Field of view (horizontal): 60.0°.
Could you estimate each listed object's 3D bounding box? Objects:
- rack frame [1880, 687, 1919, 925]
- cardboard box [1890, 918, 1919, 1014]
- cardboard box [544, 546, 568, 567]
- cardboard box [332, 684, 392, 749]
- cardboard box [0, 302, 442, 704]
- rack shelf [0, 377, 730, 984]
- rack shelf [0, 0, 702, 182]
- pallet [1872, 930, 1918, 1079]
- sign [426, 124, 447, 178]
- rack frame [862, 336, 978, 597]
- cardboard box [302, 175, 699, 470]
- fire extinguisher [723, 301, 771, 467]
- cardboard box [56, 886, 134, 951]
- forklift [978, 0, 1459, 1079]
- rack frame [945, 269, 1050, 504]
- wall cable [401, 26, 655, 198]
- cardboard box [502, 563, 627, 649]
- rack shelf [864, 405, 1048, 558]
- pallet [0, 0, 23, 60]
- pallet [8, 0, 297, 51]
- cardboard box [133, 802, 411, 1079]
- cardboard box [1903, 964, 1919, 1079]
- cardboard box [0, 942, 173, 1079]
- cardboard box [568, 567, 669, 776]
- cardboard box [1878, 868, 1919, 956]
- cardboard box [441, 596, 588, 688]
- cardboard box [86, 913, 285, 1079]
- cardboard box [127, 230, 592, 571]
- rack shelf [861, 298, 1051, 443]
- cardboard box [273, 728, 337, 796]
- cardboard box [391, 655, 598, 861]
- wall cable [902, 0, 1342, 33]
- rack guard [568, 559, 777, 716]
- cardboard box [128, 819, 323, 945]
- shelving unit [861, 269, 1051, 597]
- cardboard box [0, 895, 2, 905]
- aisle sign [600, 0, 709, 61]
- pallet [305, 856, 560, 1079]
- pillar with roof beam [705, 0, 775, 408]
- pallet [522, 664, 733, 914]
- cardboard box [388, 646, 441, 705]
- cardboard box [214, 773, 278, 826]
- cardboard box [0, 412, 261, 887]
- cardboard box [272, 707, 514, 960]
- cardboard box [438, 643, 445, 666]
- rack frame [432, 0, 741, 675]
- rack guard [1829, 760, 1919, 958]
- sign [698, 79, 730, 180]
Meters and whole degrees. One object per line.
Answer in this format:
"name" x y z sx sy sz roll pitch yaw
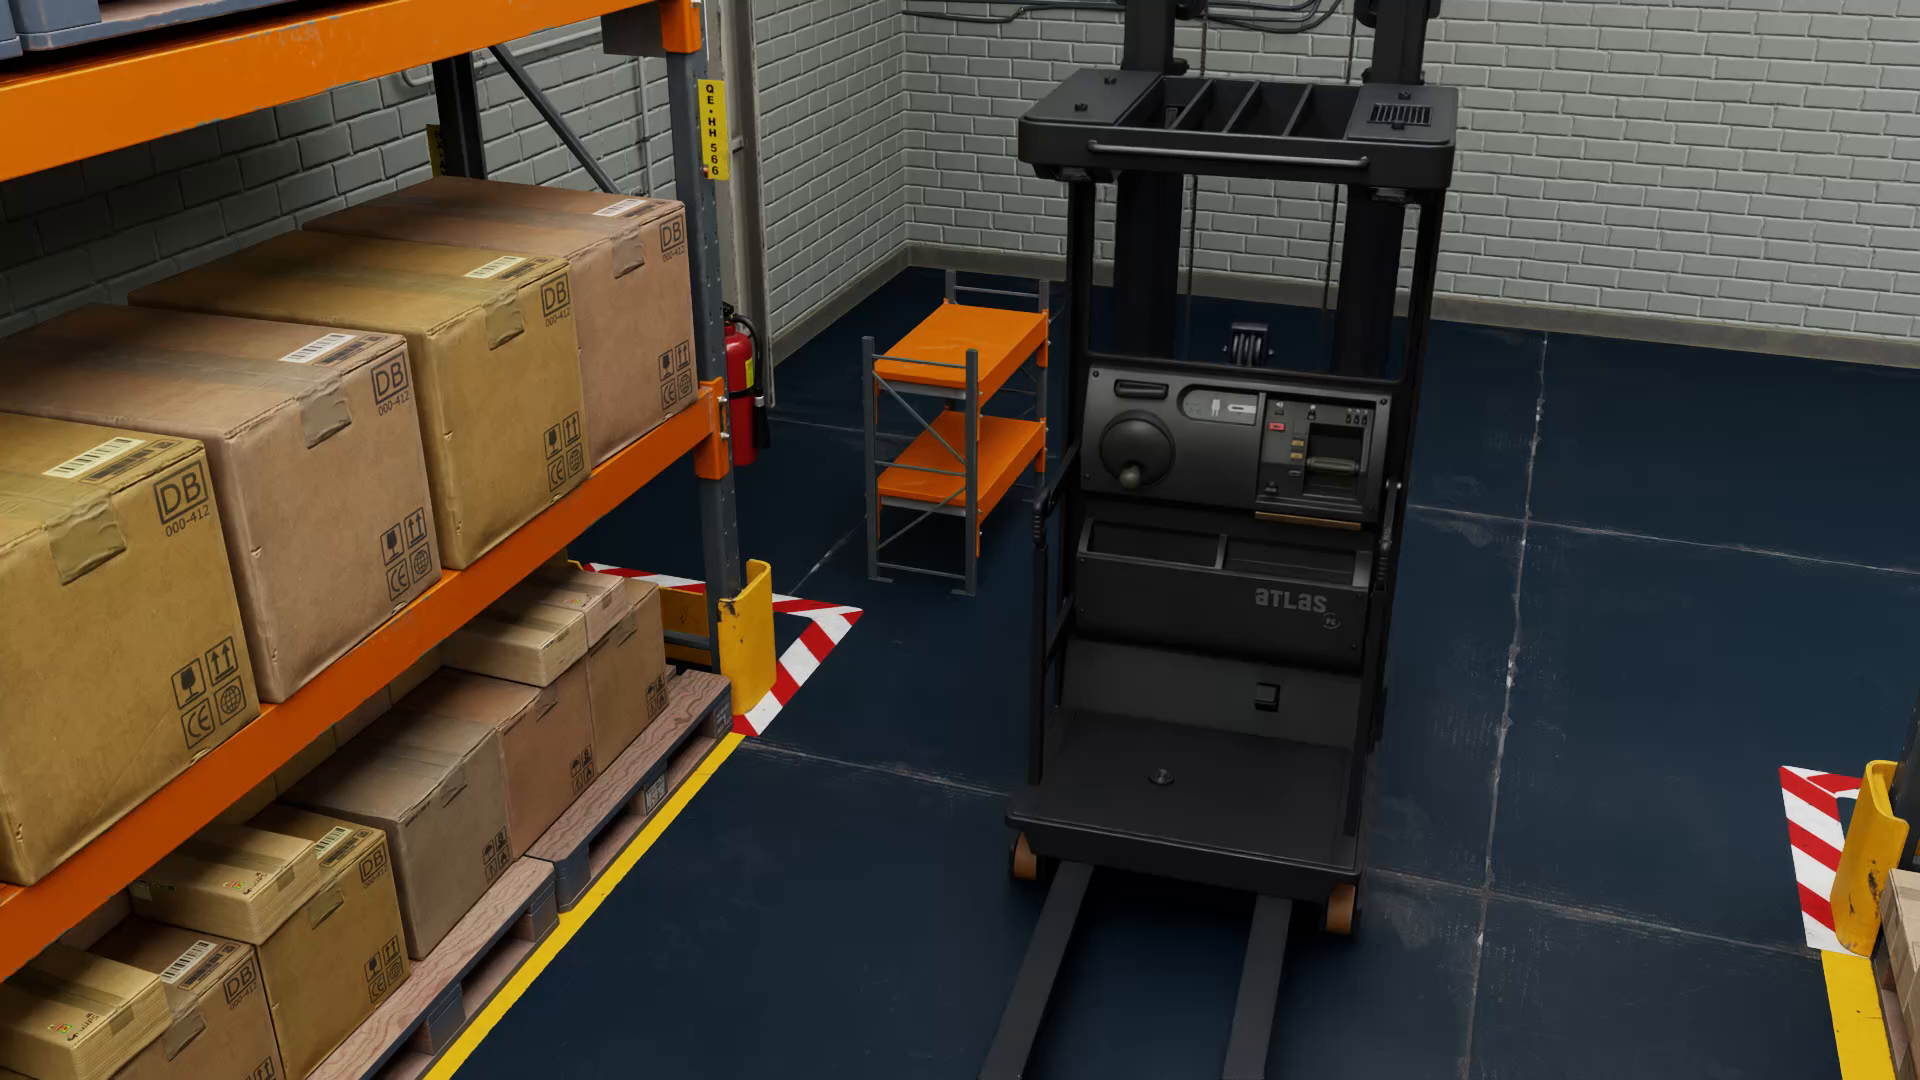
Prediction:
"rack frame" 3.347 -0.097 4.509 1.000 3.000 0.127 9 27 17
"cardboard box" 2.800 1.205 4.566 0.380 0.166 0.250 9 27 17
"cardboard box" -1.611 0.052 5.844 0.380 0.149 0.250 9 27 18
"cardboard box" -1.947 0.467 4.985 0.380 0.149 0.250 9 27 18
"cardboard box" -1.980 -0.126 4.223 0.980 0.700 0.700 7 27 15
"rack shelf" -1.991 0.331 4.449 1.077 0.370 4.000 9 27 17
"rack shelf" -1.991 -1.019 3.795 1.077 0.370 4.000 9 27 17
"pallet" 3.057 1.517 4.376 1.003 0.211 1.213 9 27 17
"sign" -1.847 -1.323 5.955 0.100 0.325 0.005 9 27 17
"rack frame" -0.167 -0.300 7.079 0.500 1.125 0.032 9 27 17
"cardboard box" -1.486 -0.738 5.489 0.980 0.700 0.700 10 28 20
"fire extinguisher" -0.840 -0.607 6.078 0.296 0.674 0.183 9 27 17
"cardboard box" -2.286 0.887 4.119 0.380 0.149 0.250 8 27 16
"forklift" 0.788 -0.274 4.953 1.130 2.935 3.031 7 27 14
"rack frame" 0.171 -0.718 7.942 0.500 1.125 0.032 9 27 17
"wall cable" -1.792 -1.935 7.138 0.084 1.984 1.851 9 27 17
"cardboard box" -1.335 0.211 5.514 0.380 0.149 0.250 8 27 17
"rack shelf" 0.002 -0.289 7.617 0.538 0.278 1.000 9 27 17
"pallet" -2.375 -0.815 2.652 1.003 0.211 1.213 9 27 17
"pallet" -1.967 -1.315 3.684 1.003 0.211 1.213 9 27 17
"cardboard box" -1.968 1.057 4.512 0.700 0.500 0.500 9 27 19
"cardboard box" 2.732 1.330 4.212 0.500 0.250 0.500 9 27 17
"cardboard box" -2.025 1.067 3.747 0.380 0.149 0.250 10 27 19
"cardboard box" -1.464 0.424 5.819 0.700 0.500 0.500 9 27 17
"cardboard box" 2.883 1.110 4.782 0.380 0.149 0.250 9 27 17
"cardboard box" -1.420 0.316 5.297 0.380 0.149 0.250 9 27 19
"cardboard box" -2.141 1.267 4.077 0.700 0.500 0.500 8 27 17
"cardboard box" -1.718 -0.438 4.868 0.980 0.700 0.700 9 27 17
"rack shelf" 0.002 -0.772 7.383 0.538 0.278 1.000 9 27 17
"cardboard box" -2.032 0.573 4.767 0.380 0.149 0.250 9 27 18
"cardboard box" -1.631 0.630 5.394 0.700 0.500 0.500 9 27 17
"wall cable" 0.893 -4.389 10.053 3.097 2.526 0.112 9 27 17
"rack guard" -1.318 0.301 6.555 1.175 0.500 0.348 9 27 17
"cardboard box" -1.852 0.852 4.190 0.380 0.149 0.250 8 27 16
"shelving unit" 0.002 -0.509 7.511 0.538 1.125 1.048 9 27 17
"cardboard box" -2.461 0.474 2.985 0.980 0.700 0.700 9 27 18
"aisle sign" -1.019 -1.970 5.394 0.394 0.787 0.004 9 27 17
"pallet" -1.926 1.280 4.863 1.003 0.211 1.213 9 27 17
"pillar with roof beam" 2.817 -4.125 5.944 9.100 9.000 0.400 9 27 17
"pallet" -1.518 0.781 5.895 1.003 0.211 1.213 9 27 17
"cardboard box" -1.863 0.363 5.201 0.380 0.149 0.250 9 27 18
"cardboard box" -2.116 0.677 4.552 0.380 0.149 0.250 8 27 17
"cardboard box" -2.213 0.175 3.603 0.980 0.700 0.700 8 27 16
"cardboard box" -1.798 0.836 4.967 0.700 0.500 0.500 8 27 16
"cardboard box" -1.779 0.260 5.413 0.380 0.149 0.250 9 27 18
"rack frame" -1.326 -0.814 5.990 1.000 3.000 0.127 9 27 17
"rack guard" 3.322 1.059 4.989 1.175 0.500 0.348 9 27 17
"sign" -0.819 -1.358 5.512 0.100 0.325 0.005 9 27 17
